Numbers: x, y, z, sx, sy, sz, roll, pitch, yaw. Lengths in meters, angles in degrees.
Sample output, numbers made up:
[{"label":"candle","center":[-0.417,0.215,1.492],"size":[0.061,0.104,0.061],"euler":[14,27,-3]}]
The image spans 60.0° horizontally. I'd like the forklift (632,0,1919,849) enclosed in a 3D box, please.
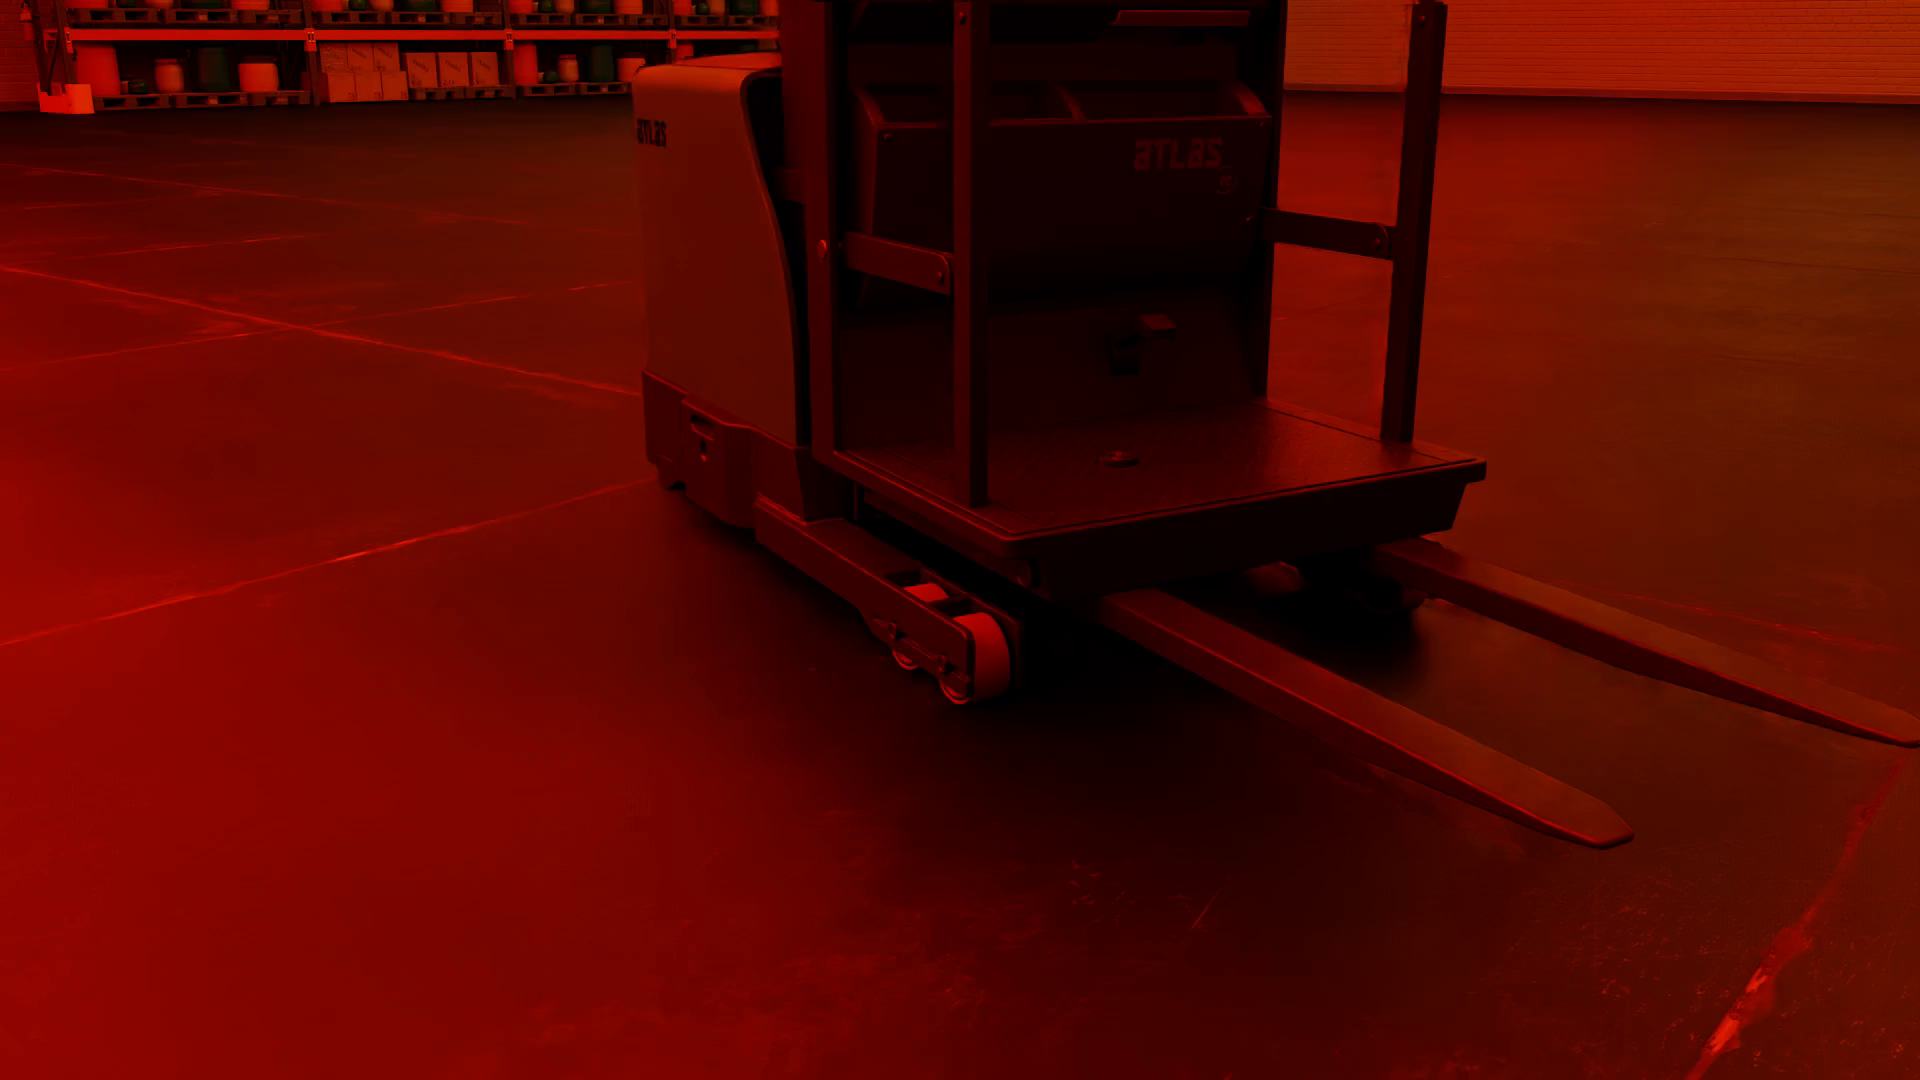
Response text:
[{"label":"forklift","center":[0.321,-1.257,3.037],"size":[1.130,2.935,3.031],"euler":[-9,19,-28]}]
